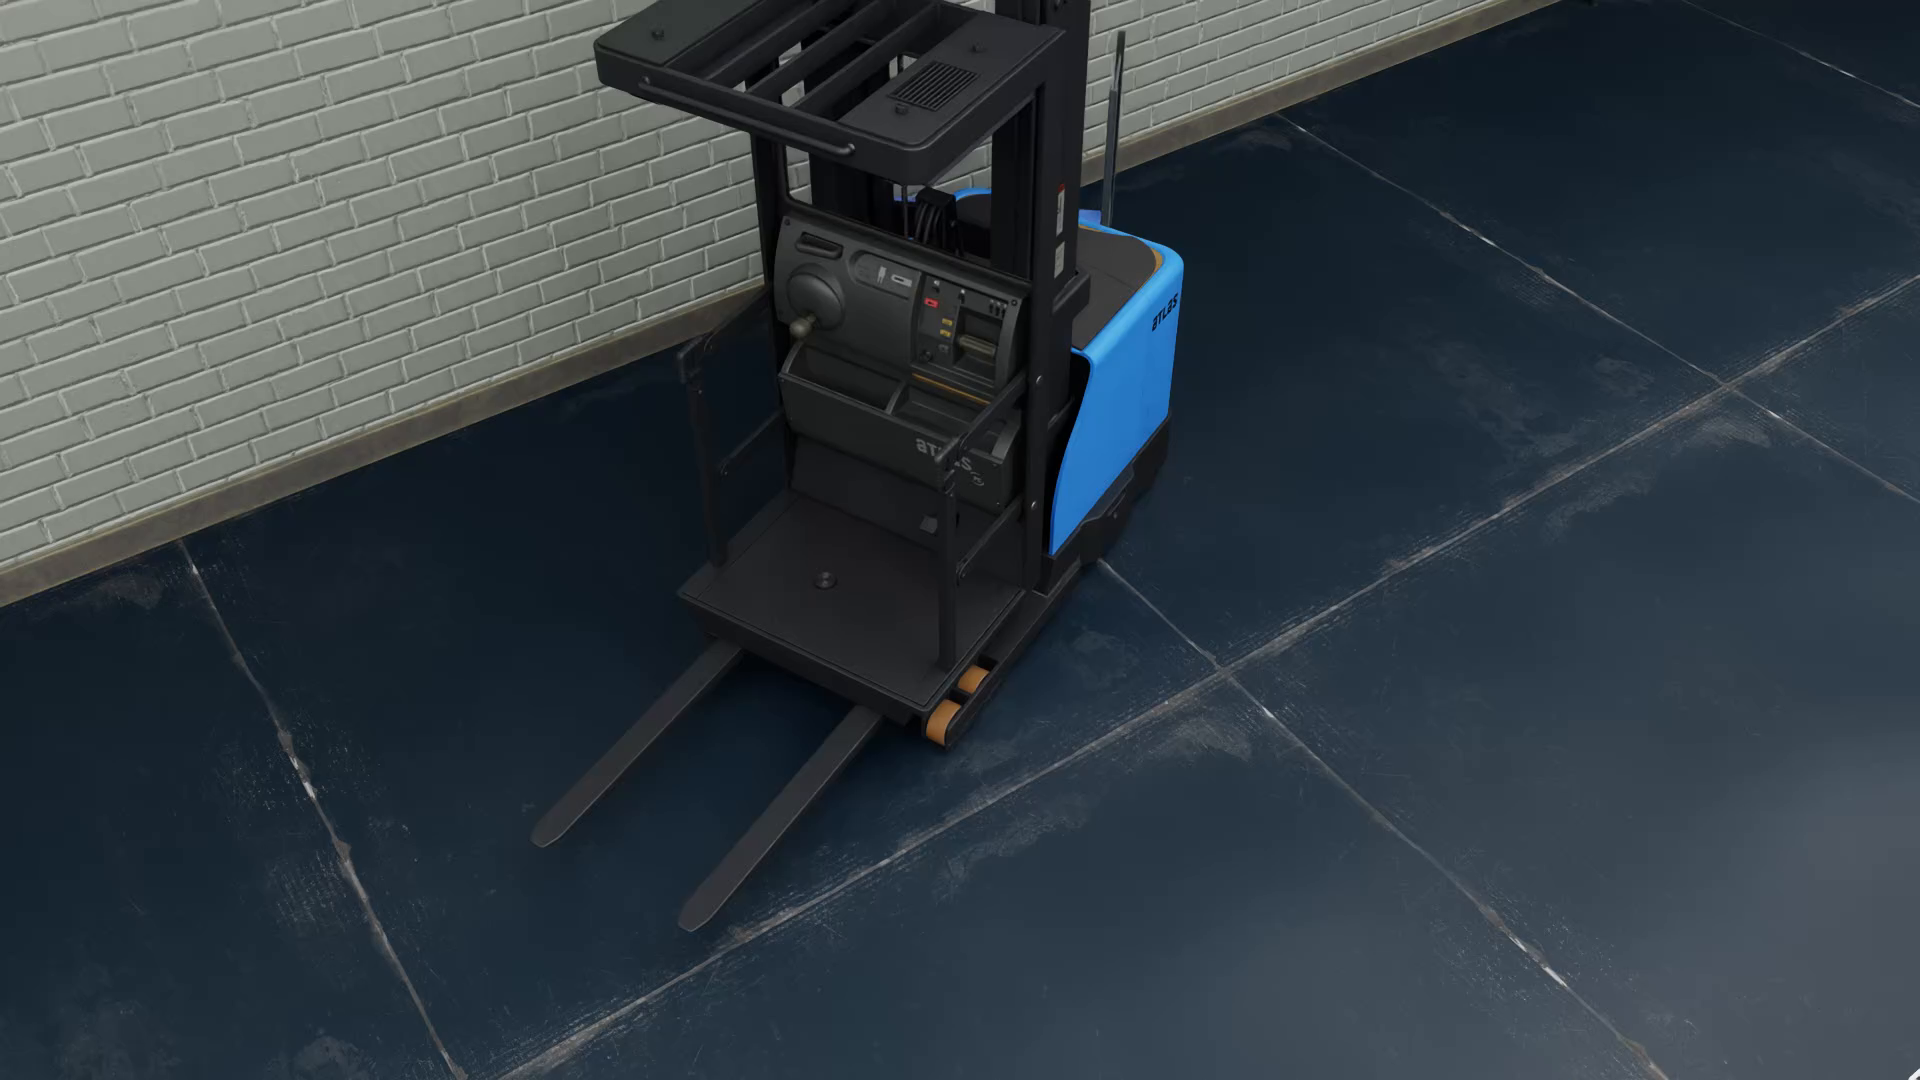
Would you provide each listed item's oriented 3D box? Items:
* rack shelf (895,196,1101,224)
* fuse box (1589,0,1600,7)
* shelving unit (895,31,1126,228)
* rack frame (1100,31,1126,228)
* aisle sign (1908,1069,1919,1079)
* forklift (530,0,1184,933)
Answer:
[{"bbox_3d":[0.119,-1.266,7.249,1.000,0.185,0.538,5,44,6],"label":"rack shelf"},{"bbox_3d":[3.920,-3.893,9.589,0.539,1.711,0.414,-26,49,-24],"label":"fuse box"},{"bbox_3d":[0.119,-1.397,7.126,1.048,1.500,0.538,5,44,6],"label":"shelving unit"},{"bbox_3d":[0.623,-1.350,7.076,0.032,1.500,0.500,5,44,6],"label":"rack frame"},{"bbox_3d":[1.068,0.722,1.939,0.394,0.787,0.004,-26,49,-24],"label":"aisle sign"},{"bbox_3d":[-0.326,-0.693,5.353,1.130,2.935,3.031,23,48,22],"label":"forklift"}]
